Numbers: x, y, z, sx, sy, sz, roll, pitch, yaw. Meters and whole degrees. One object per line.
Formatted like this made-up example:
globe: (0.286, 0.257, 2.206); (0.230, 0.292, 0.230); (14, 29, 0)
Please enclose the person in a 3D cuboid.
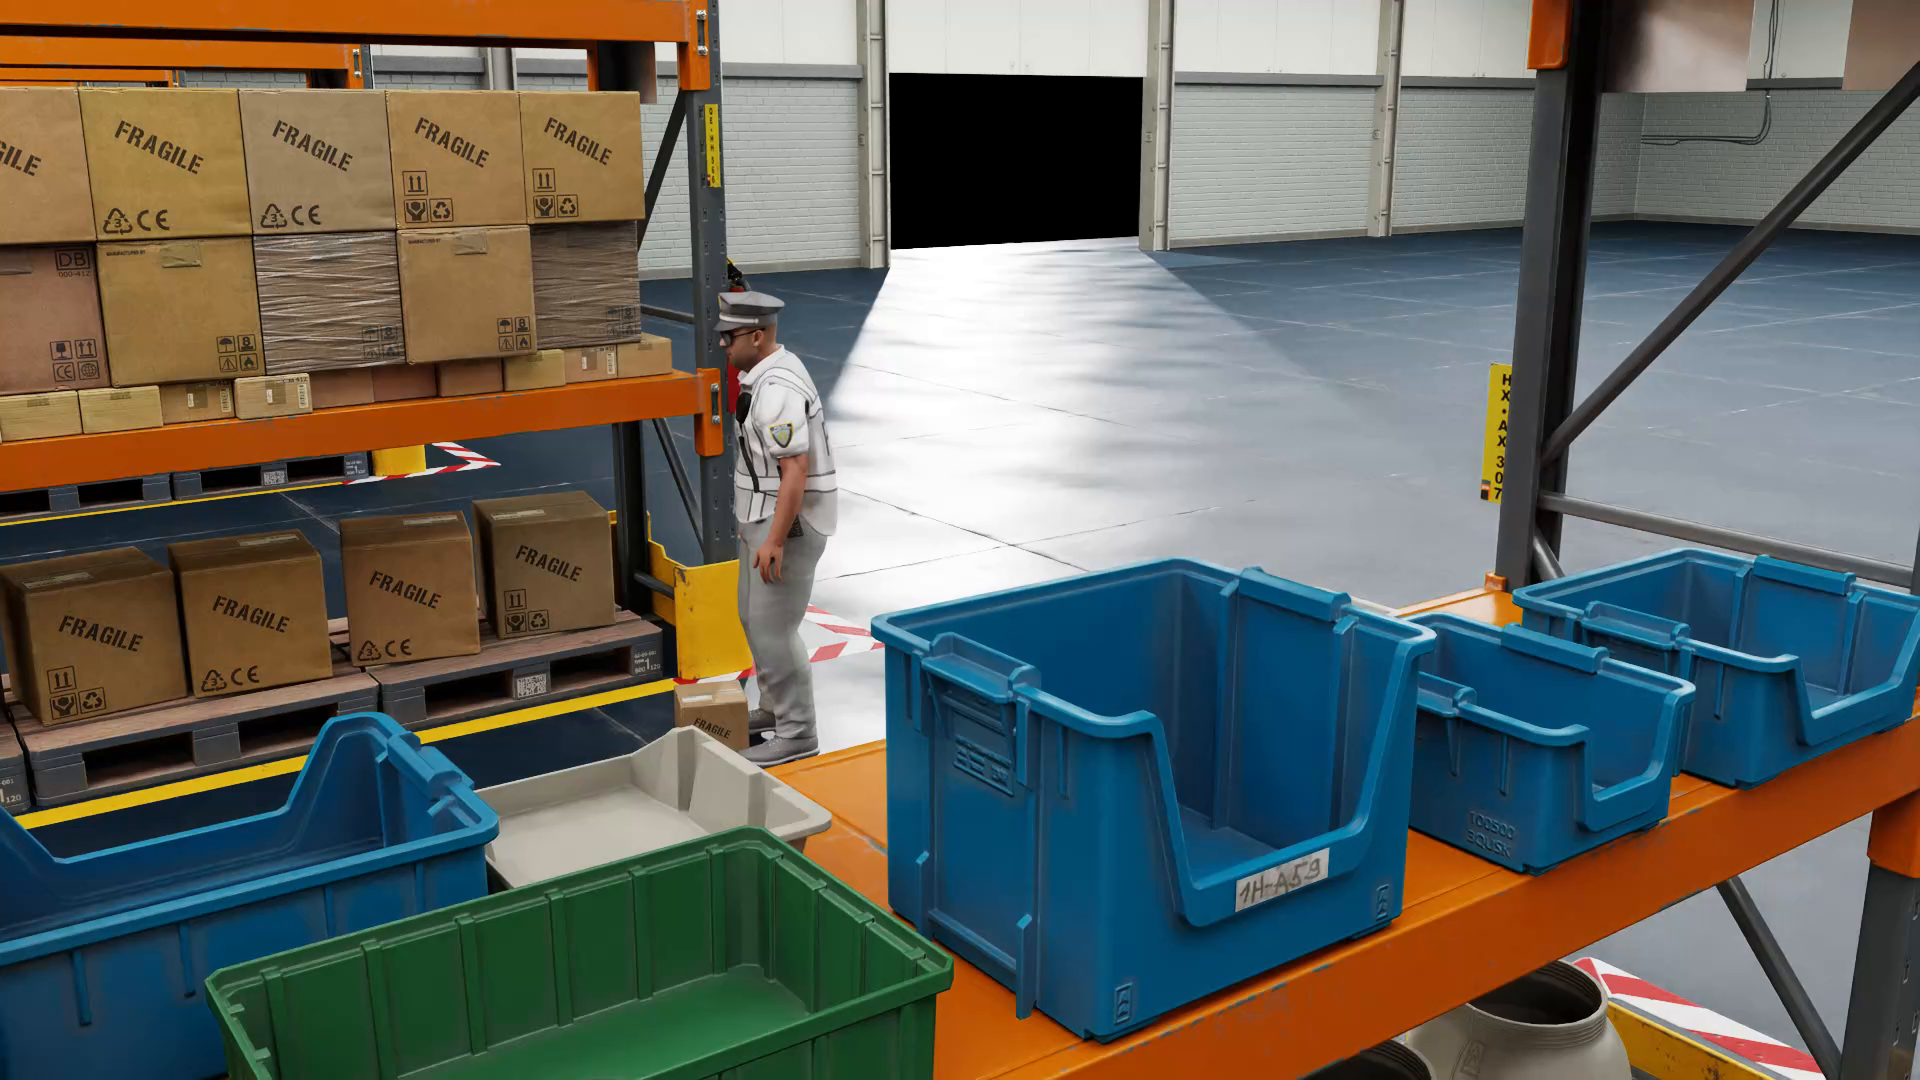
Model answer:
person: (-0.681, -0.051, 6.188); (0.436, 1.748, 0.586); (-4, 15, -14)
